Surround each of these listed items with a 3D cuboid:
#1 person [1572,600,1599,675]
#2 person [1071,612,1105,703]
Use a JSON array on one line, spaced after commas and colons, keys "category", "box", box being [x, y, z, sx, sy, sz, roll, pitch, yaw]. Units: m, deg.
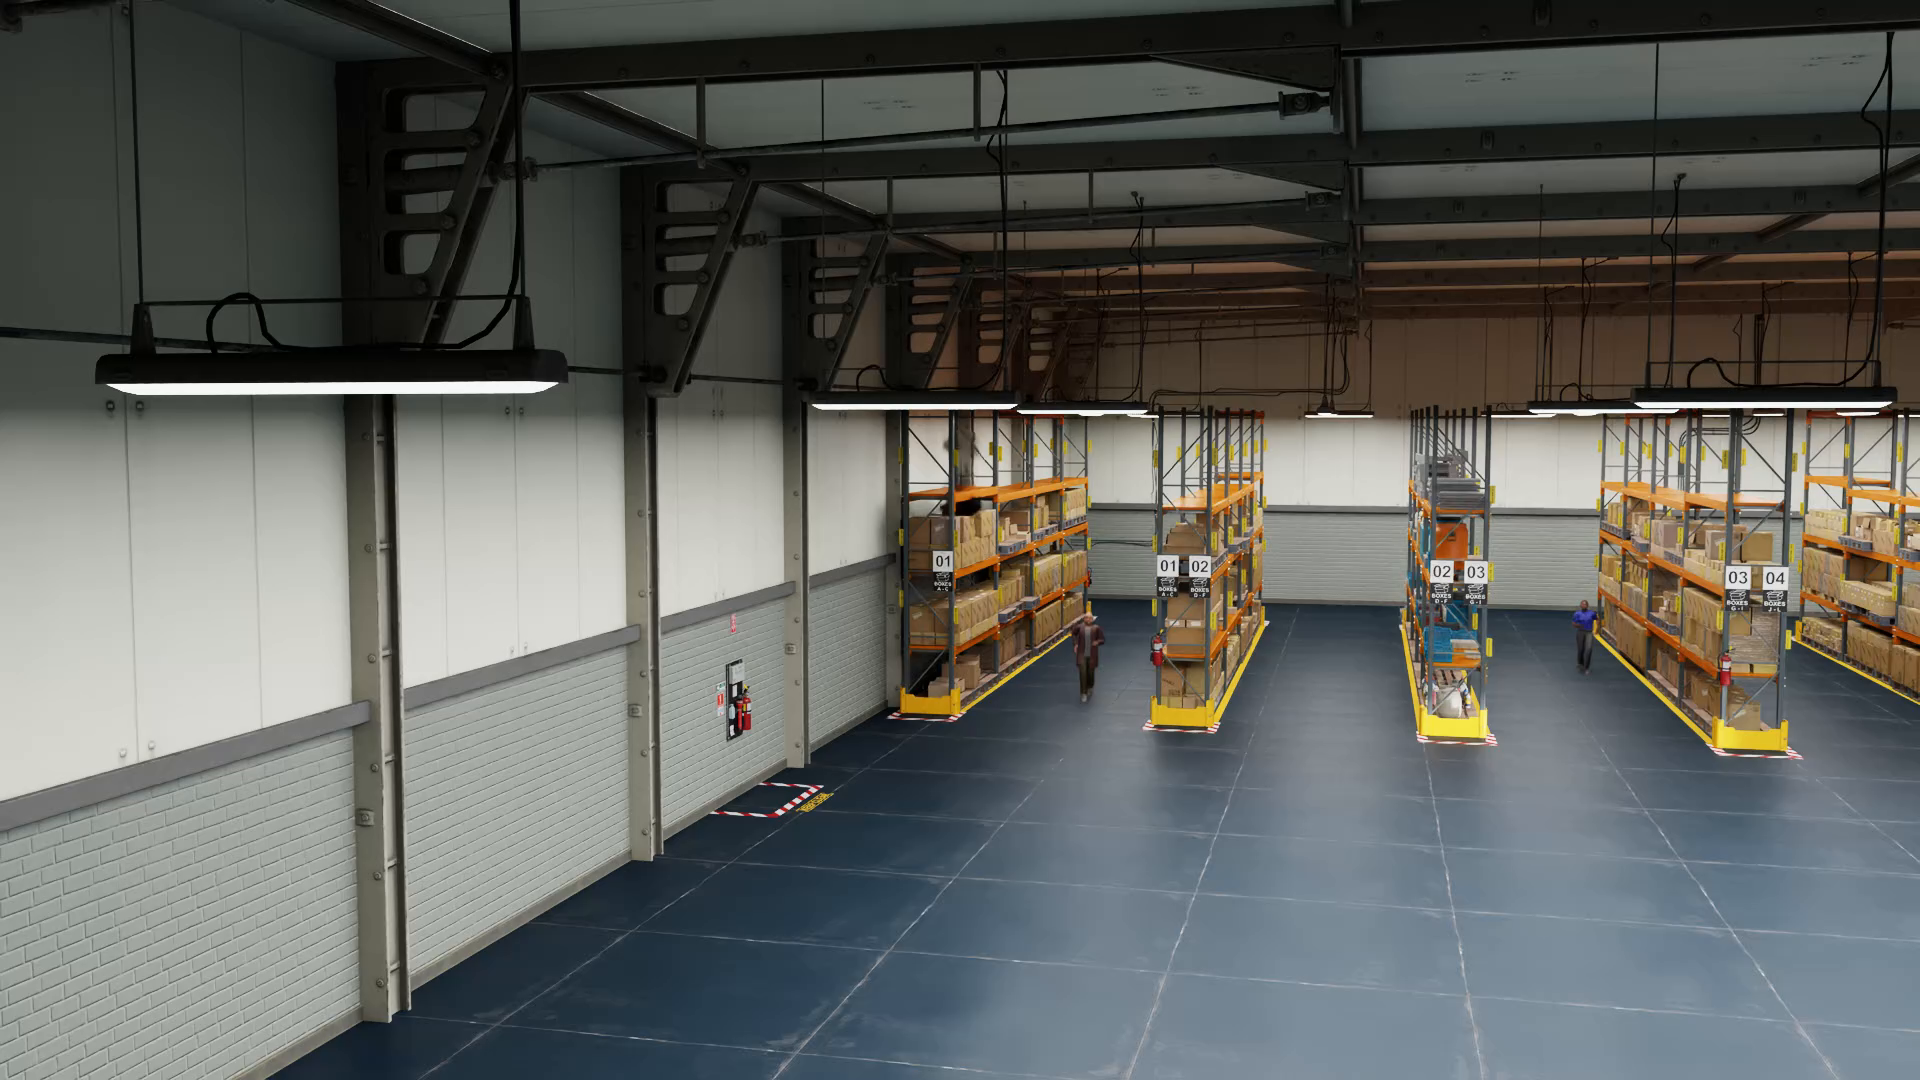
[{"category": "person", "box": [14.230, 2.206, 37.839, 0.582, 1.694, 0.765, 1, 4, 20]}, {"category": "person", "box": [2.623, 2.377, 34.063, 0.704, 1.802, 1.047, 0, 4, 5]}]
